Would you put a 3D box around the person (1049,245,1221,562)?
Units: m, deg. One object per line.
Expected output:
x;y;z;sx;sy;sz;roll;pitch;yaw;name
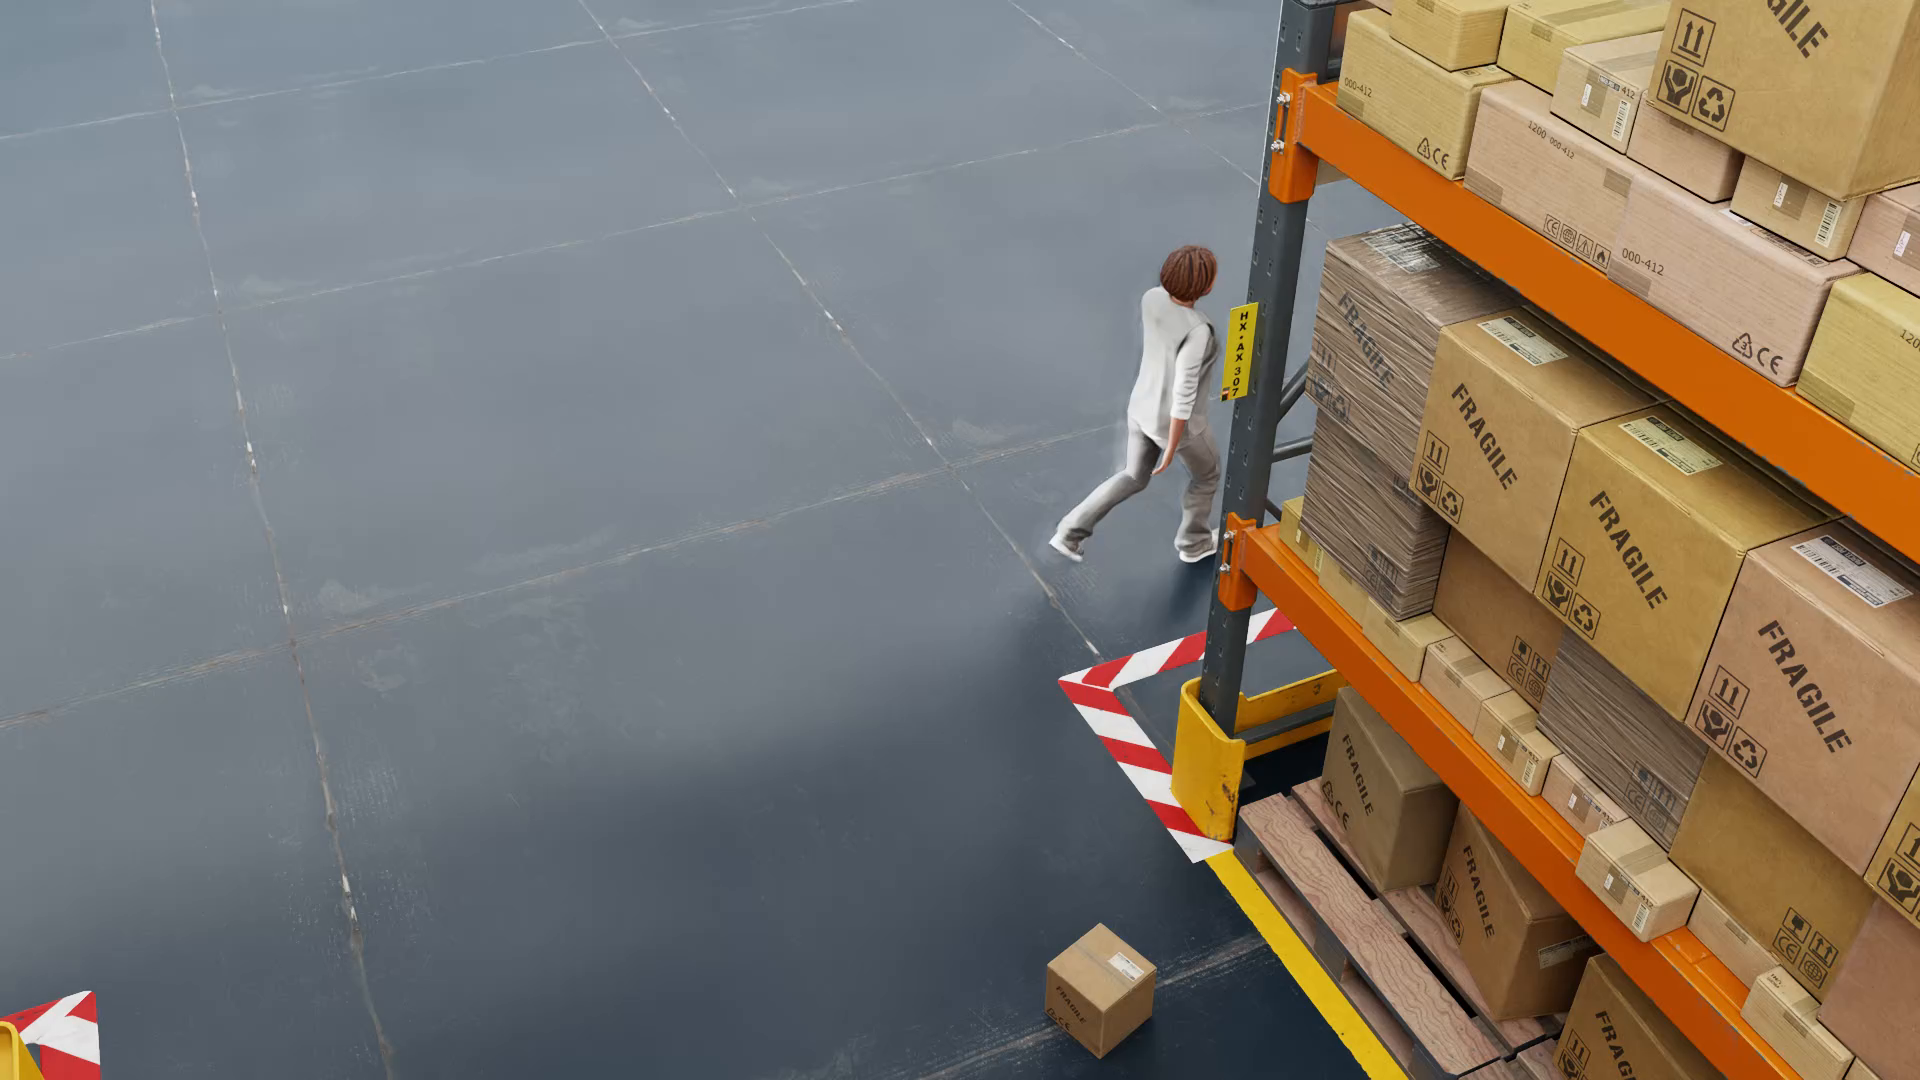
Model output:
0.804;-0.482;6.799;0.875;1.521;0.440;-19;42;-23;person
